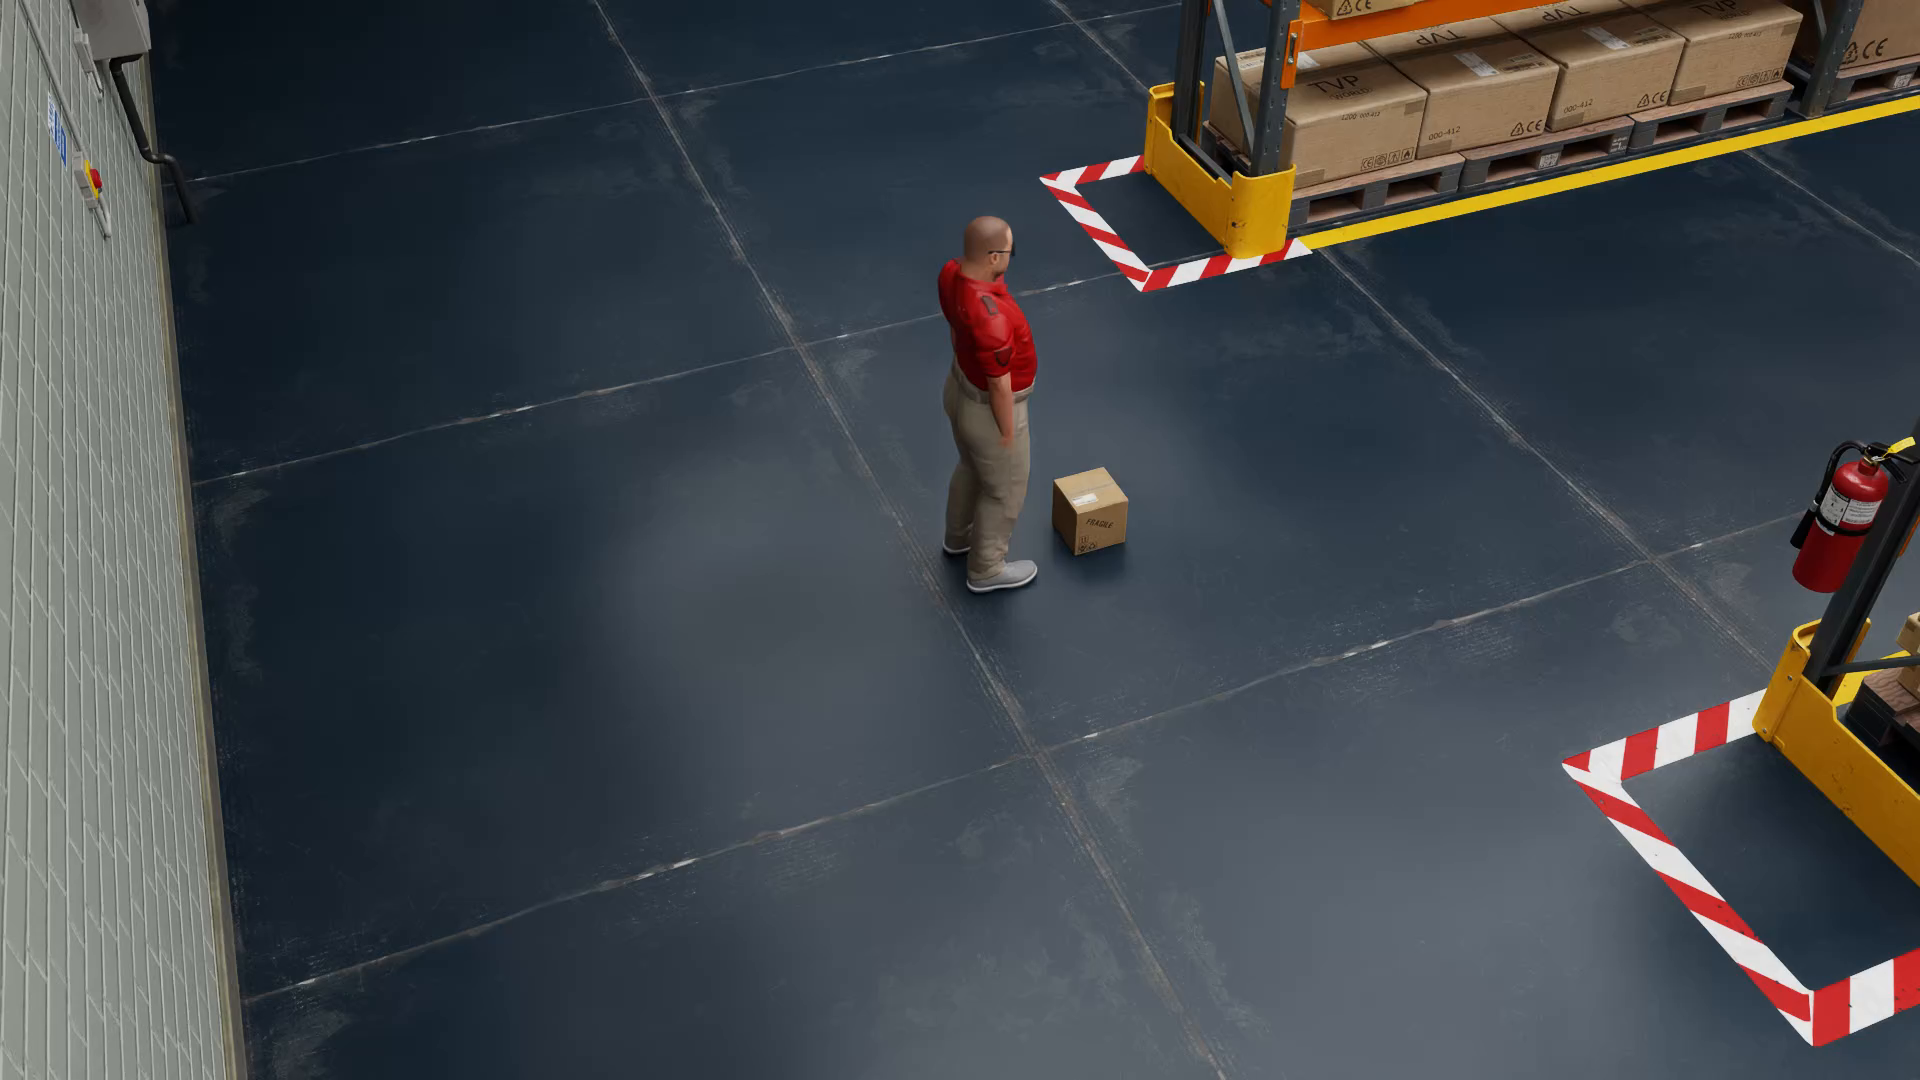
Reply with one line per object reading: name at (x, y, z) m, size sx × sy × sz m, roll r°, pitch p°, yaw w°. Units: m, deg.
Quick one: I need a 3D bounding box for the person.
person at (0.123, -0.563, 6.818) m, size 0.359 × 1.721 × 0.529 m, roll -14°, pitch 43°, yaw -16°
